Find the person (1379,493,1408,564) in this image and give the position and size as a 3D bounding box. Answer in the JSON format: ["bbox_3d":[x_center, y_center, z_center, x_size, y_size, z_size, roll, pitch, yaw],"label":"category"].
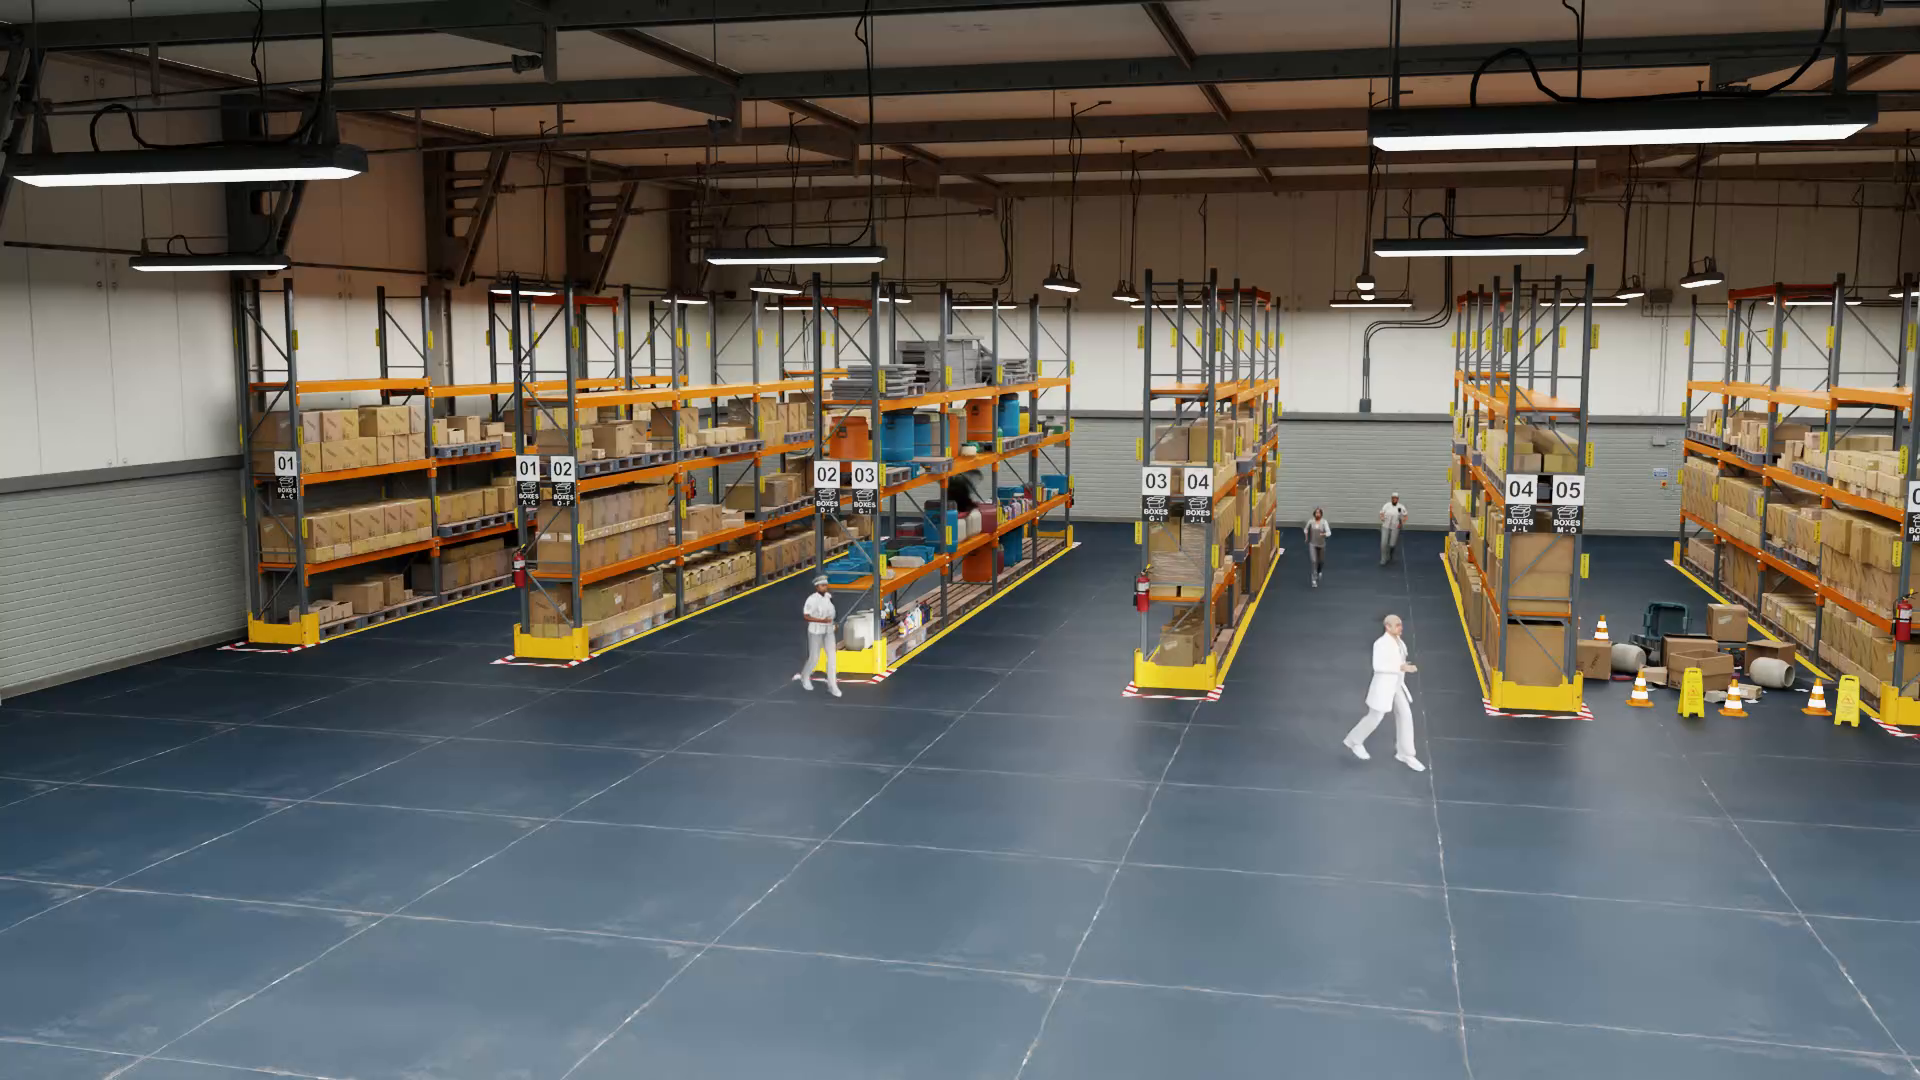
[{"bbox_3d":[9.684,-0.256,37.253,0.622,1.615,0.576,3,7,21],"label":"person"}]

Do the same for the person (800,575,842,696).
[{"bbox_3d":[-1.963,1.324,23.530,0.589,1.689,0.855,-5,9,-37],"label":"person"}]

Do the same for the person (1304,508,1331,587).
[{"bbox_3d":[7.292,0.127,33.976,0.540,1.579,0.888,1,7,11],"label":"person"}]

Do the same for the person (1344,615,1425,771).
[{"bbox_3d":[5.017,1.762,19.610,0.645,1.805,1.001,-6,9,-41],"label":"person"}]
